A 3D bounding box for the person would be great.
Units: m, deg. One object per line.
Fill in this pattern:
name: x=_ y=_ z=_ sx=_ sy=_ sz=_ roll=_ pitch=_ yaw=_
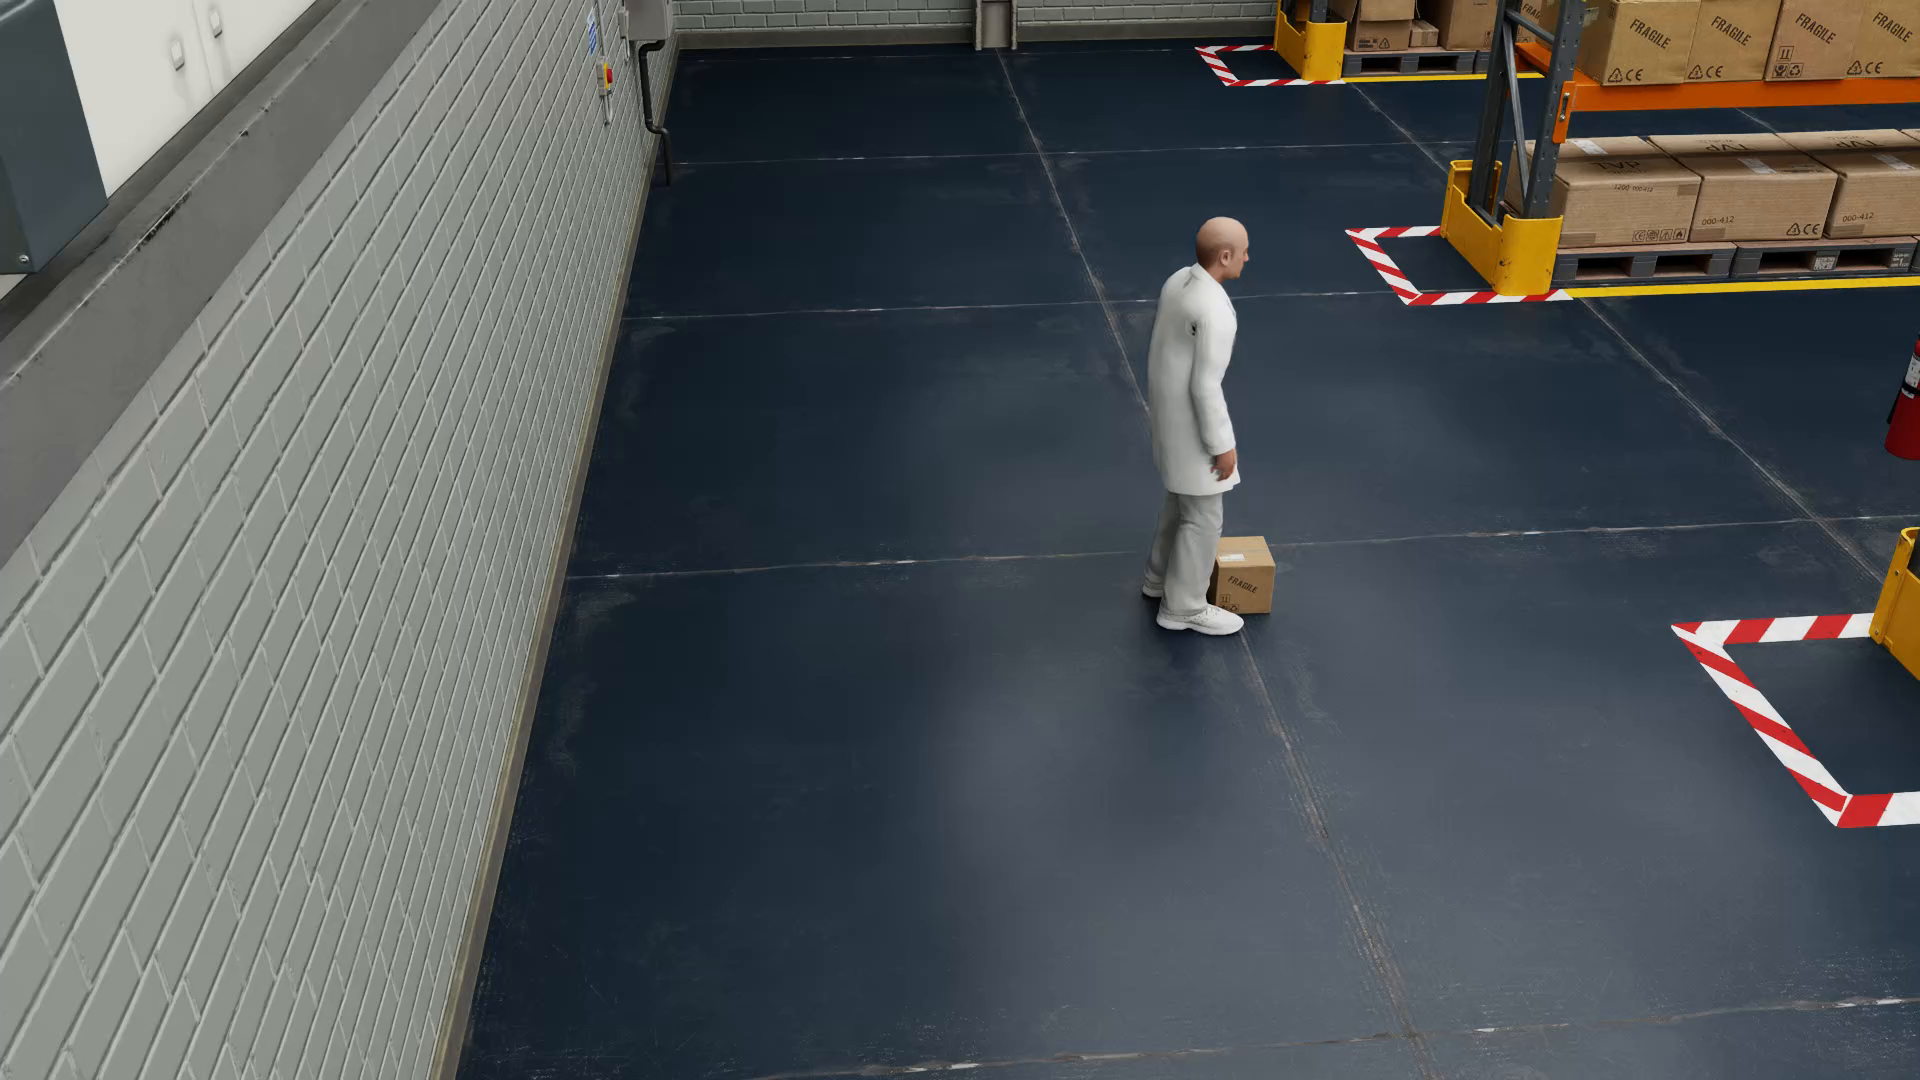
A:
person: x=0.992 y=-0.489 z=6.971 sx=0.418 sy=1.775 sz=0.656 roll=-4 pitch=31 yaw=-7
